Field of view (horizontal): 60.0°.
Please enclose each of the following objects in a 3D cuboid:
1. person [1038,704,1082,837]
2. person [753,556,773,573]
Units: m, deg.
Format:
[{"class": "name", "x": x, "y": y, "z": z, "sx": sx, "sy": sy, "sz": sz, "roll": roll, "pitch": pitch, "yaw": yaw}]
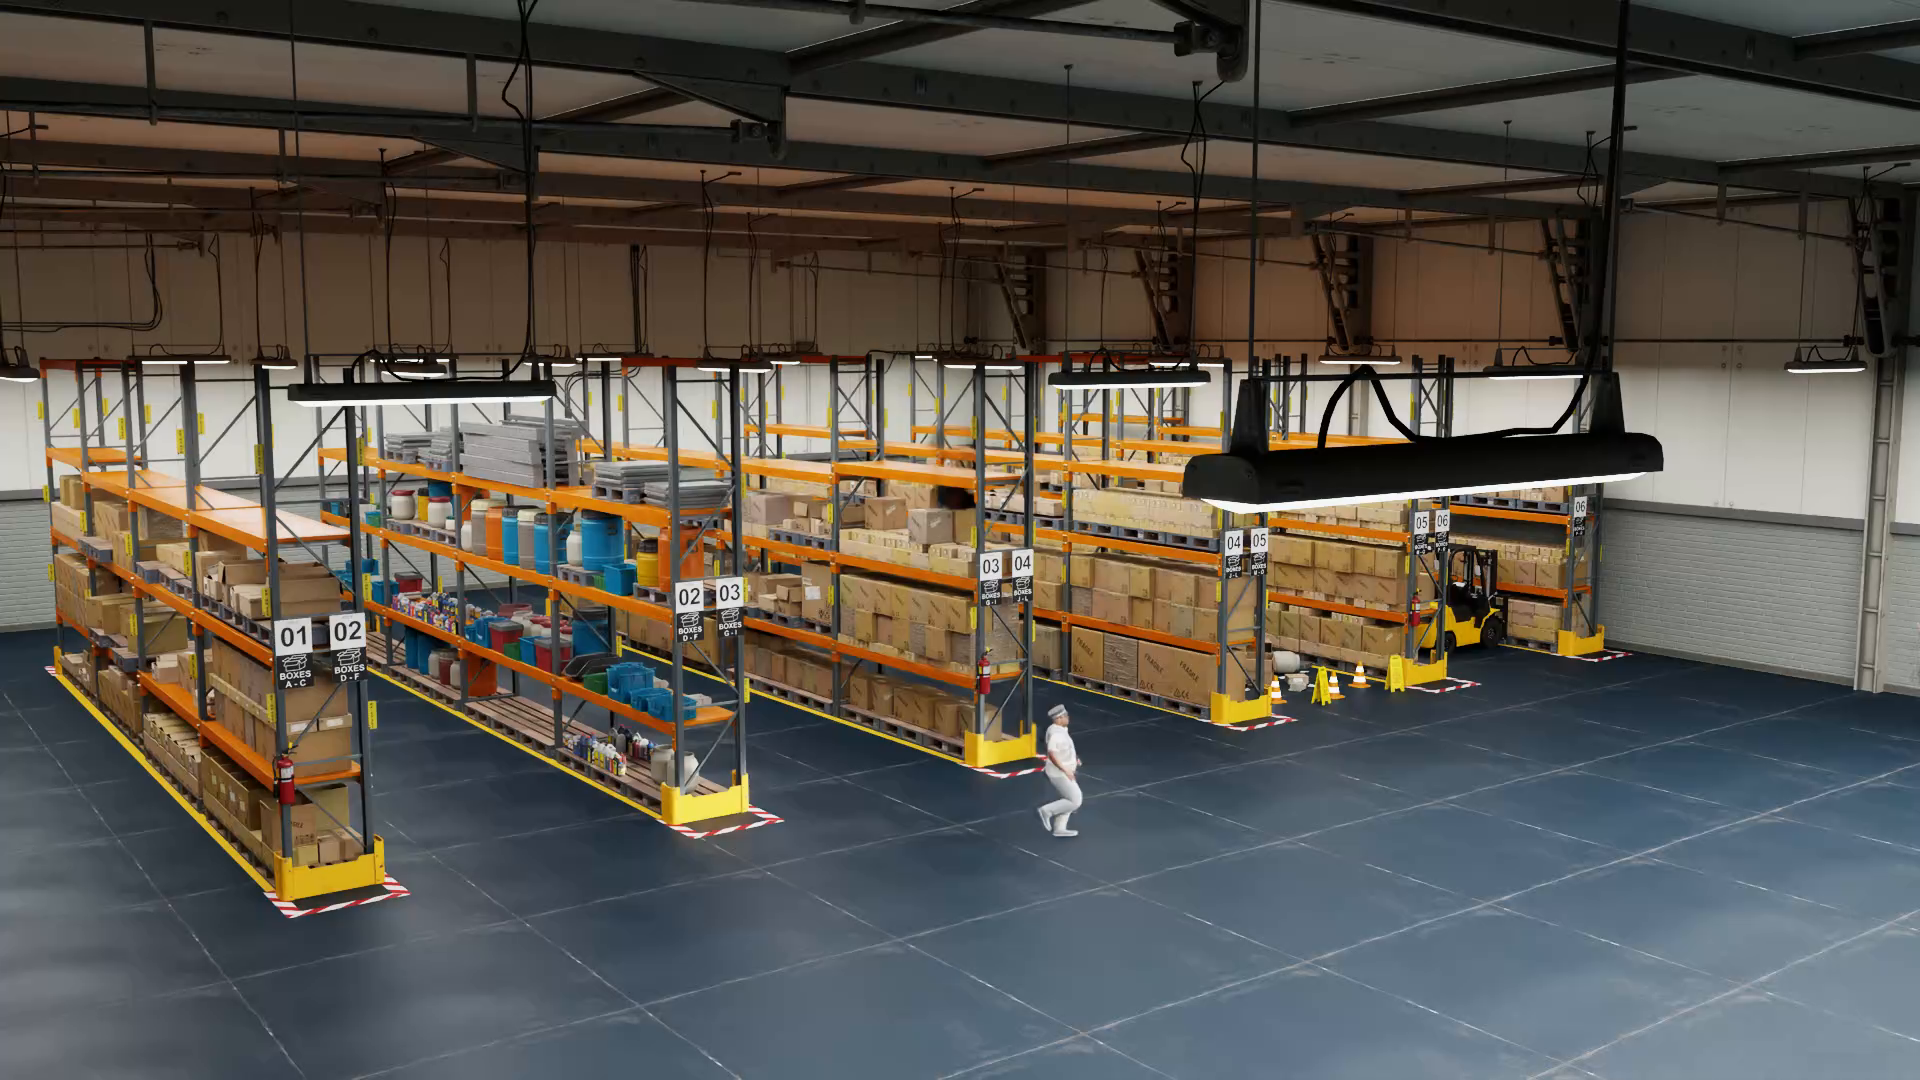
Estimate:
[{"class": "person", "x": 1.269, "y": 2.941, "z": 21.197, "sx": 0.592, "sy": 1.726, "sz": 0.679, "roll": -1, "pitch": 7, "yaw": -5}, {"class": "person", "x": -4.392, "y": 1.083, "z": 37.372, "sx": 0.525, "sy": 1.565, "sz": 0.562, "roll": -5, "pitch": 8, "yaw": -34}]
